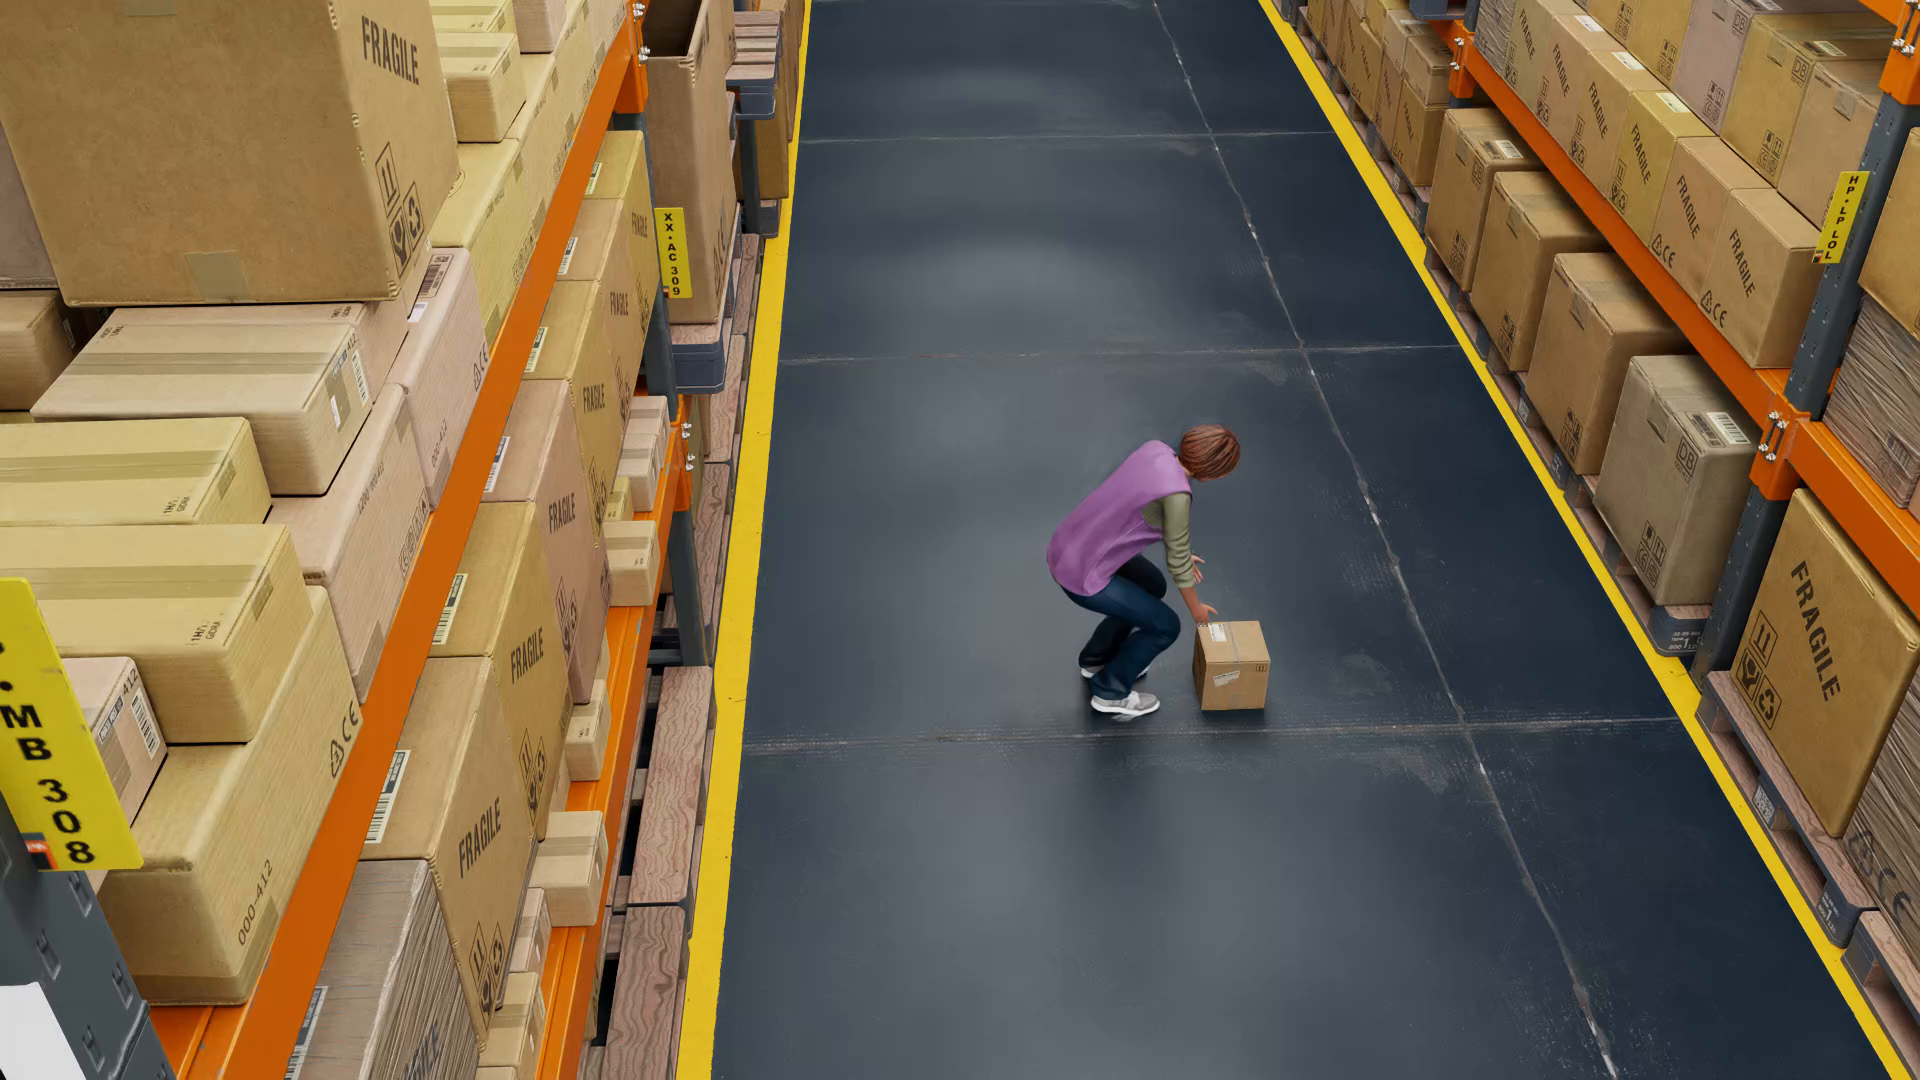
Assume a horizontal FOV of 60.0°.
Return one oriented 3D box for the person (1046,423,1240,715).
[{"bbox_3d":[0.675,0.101,6.364,0.701,1.194,0.461,-1,36,-2],"label":"person"}]
